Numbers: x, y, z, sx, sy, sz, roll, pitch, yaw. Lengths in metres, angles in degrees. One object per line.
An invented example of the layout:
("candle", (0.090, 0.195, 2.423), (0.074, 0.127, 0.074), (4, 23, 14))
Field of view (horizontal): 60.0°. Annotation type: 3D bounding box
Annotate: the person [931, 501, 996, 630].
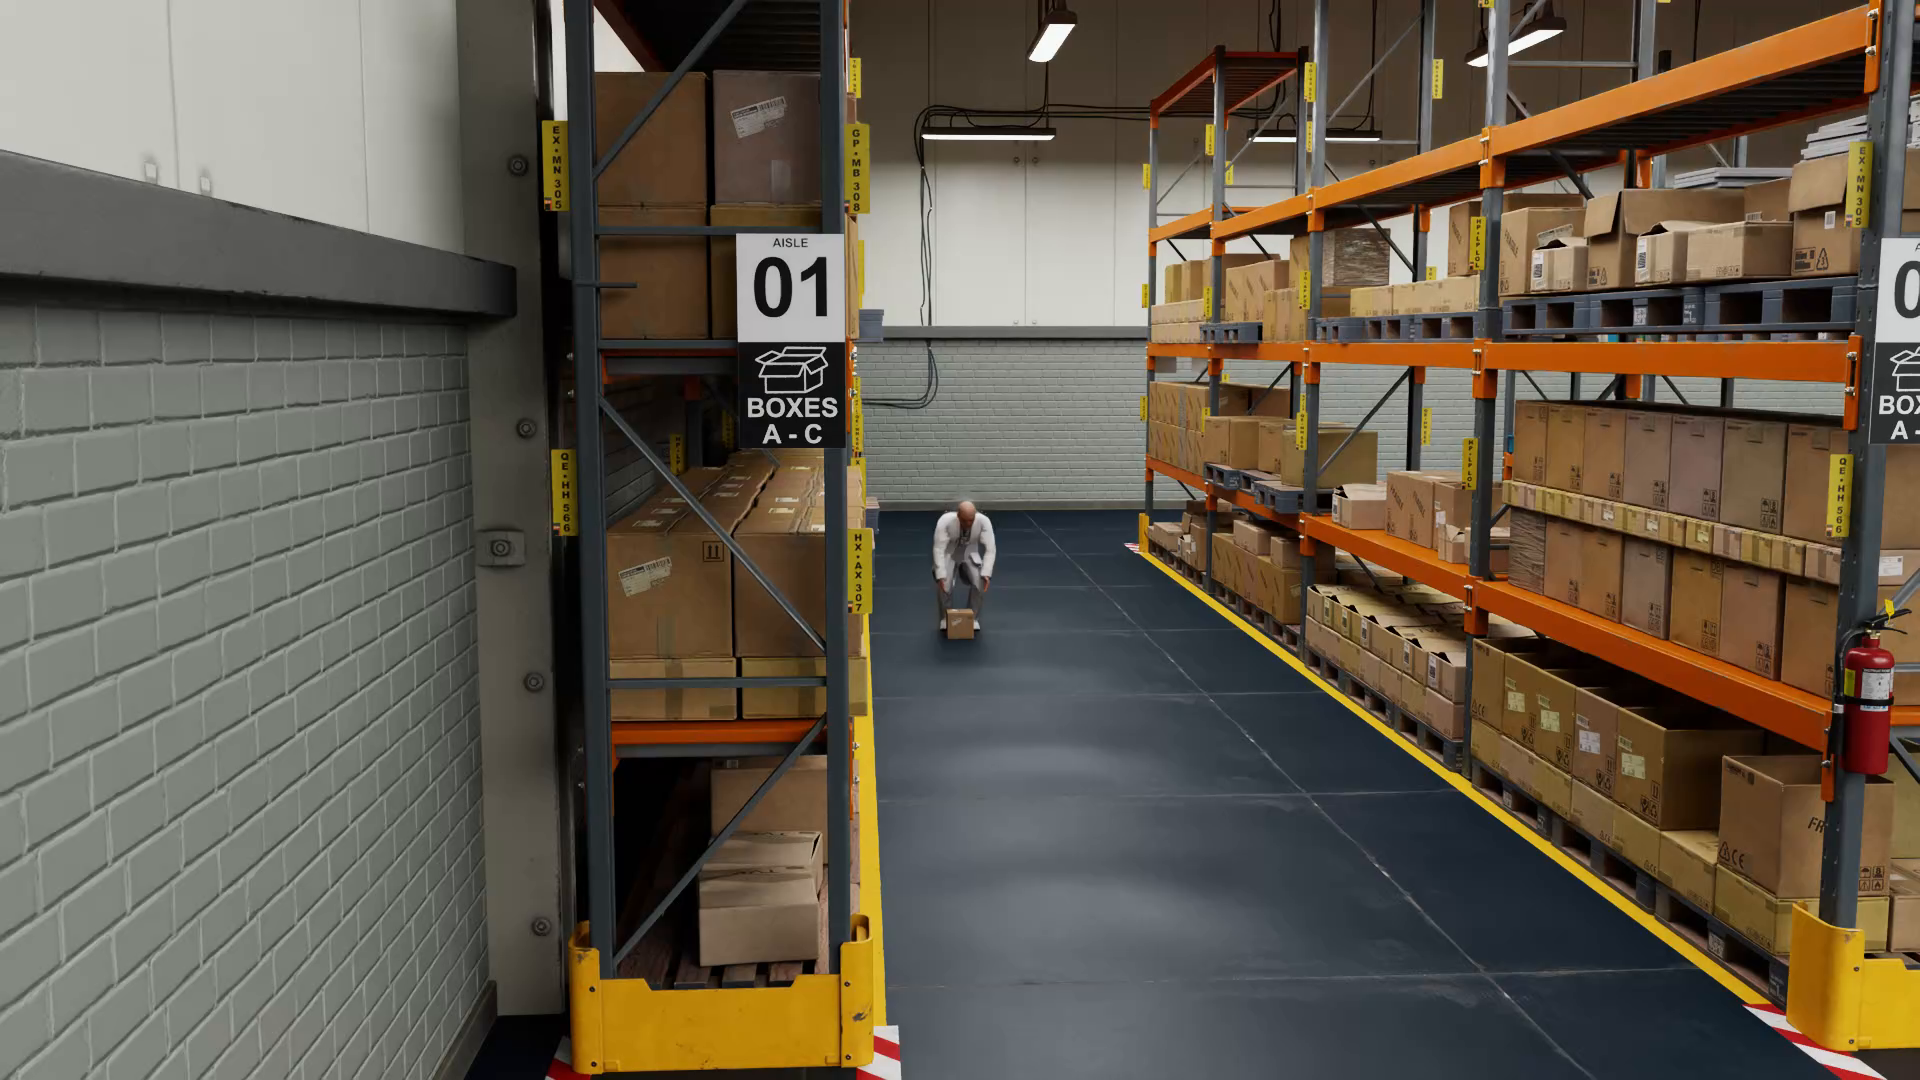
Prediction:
("person", (0.029, 0.242, 16.352), (0.631, 1.287, 0.780), (0, 7, -4))
